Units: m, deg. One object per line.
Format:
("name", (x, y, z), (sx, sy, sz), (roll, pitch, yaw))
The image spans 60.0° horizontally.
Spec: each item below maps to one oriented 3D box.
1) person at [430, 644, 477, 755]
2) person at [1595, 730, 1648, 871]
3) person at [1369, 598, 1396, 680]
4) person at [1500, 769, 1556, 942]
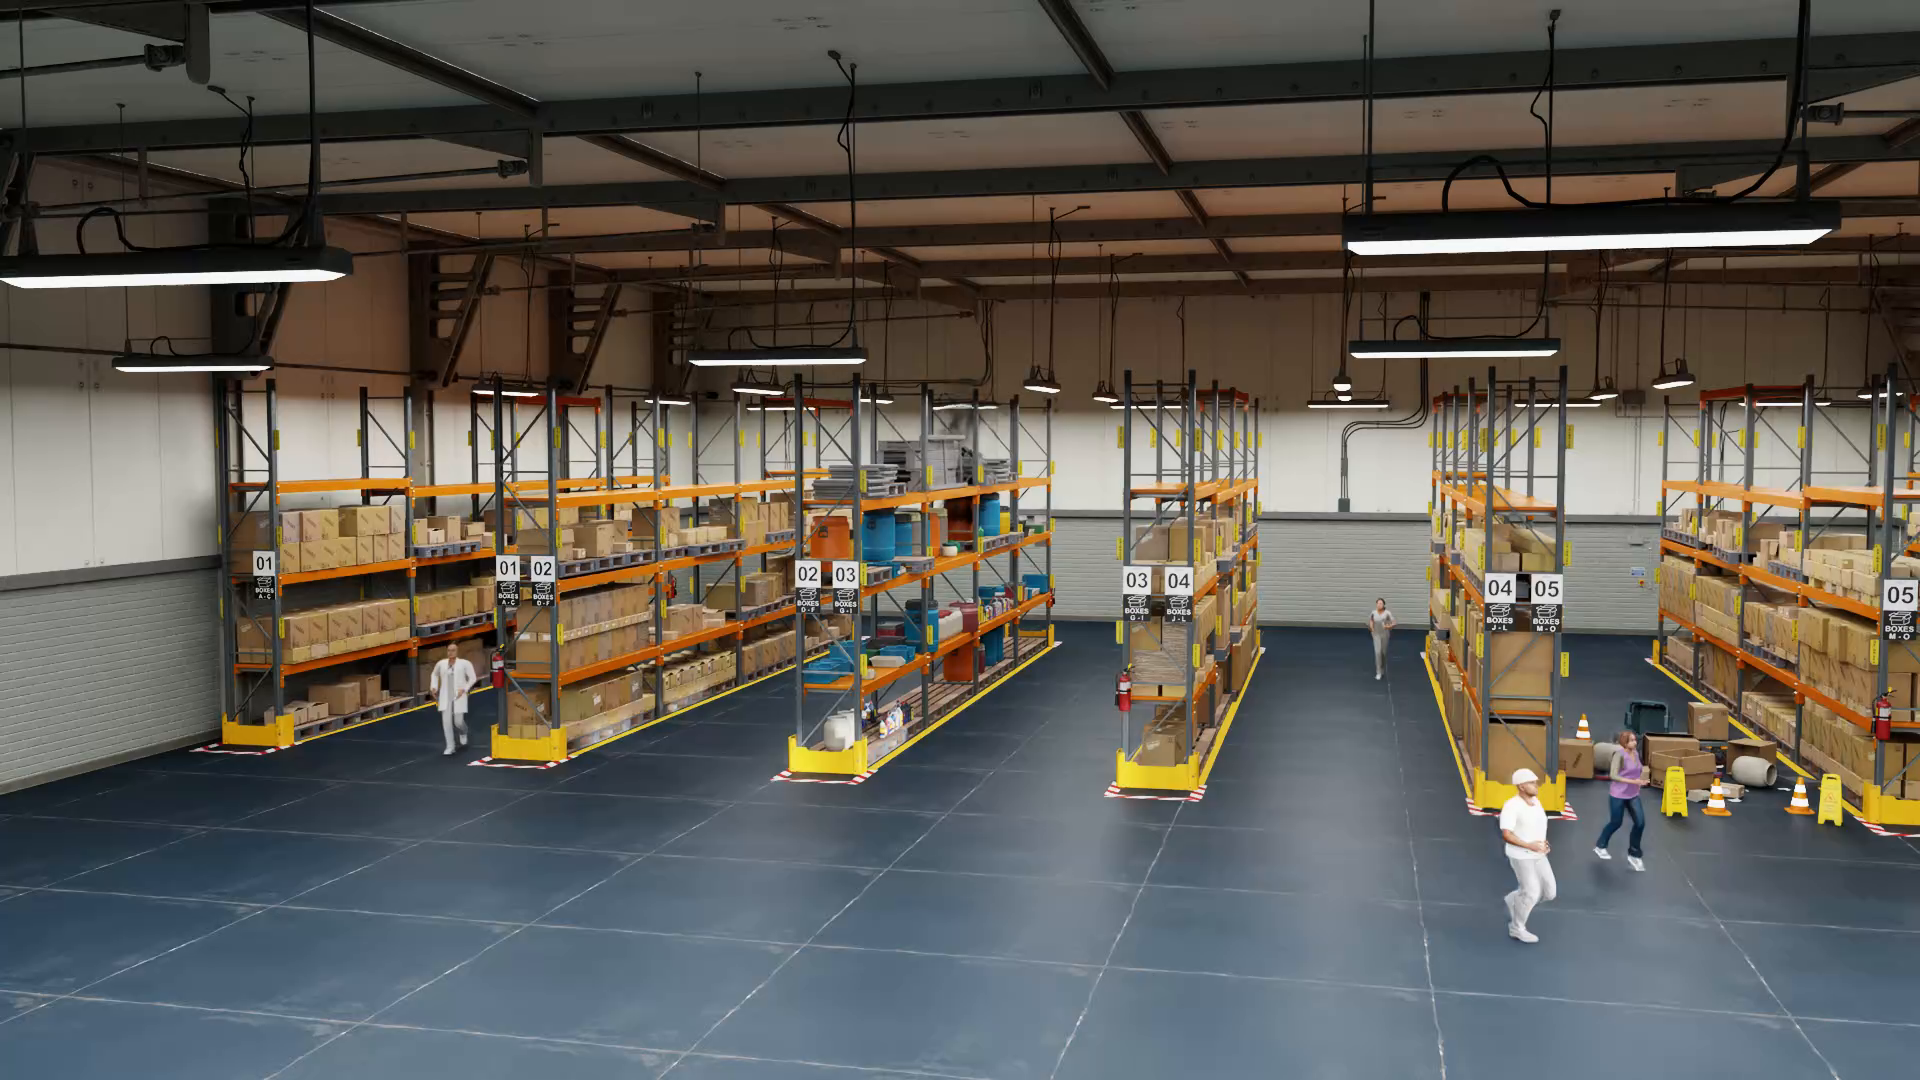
("person", (-8.159, 2.633, 26.703), (0.733, 1.543, 0.808), (0, 3, -2))
("person", (7.788, 3.041, 19.496), (0.555, 1.658, 0.713), (-2, 4, -25))
("person", (8.900, 2.068, 35.079), (0.558, 1.674, 0.889), (1, 4, 18))
("person", (5.678, 3.145, 16.629), (0.700, 1.723, 0.582), (-3, 5, -42))
